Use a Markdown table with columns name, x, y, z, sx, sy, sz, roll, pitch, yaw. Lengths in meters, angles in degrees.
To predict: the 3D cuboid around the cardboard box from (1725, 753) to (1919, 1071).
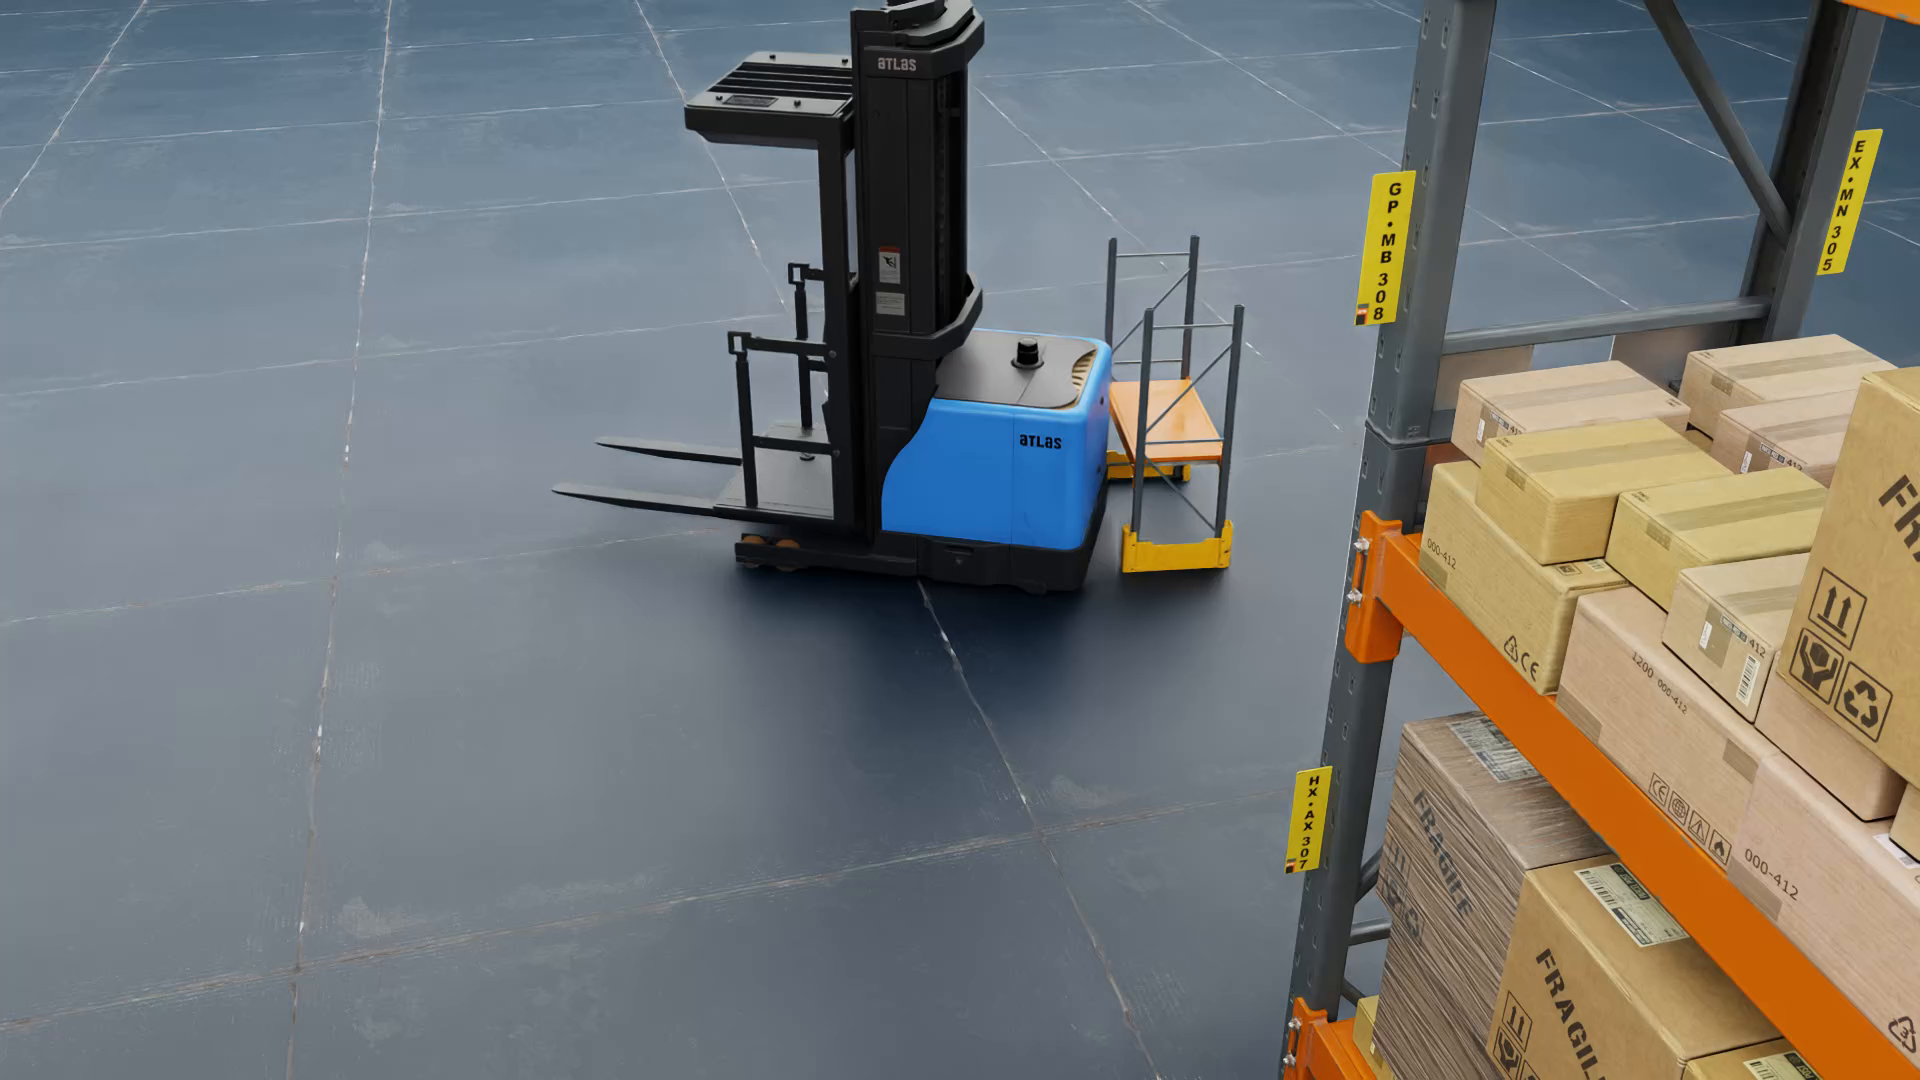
| name | x | y | z | sx | sy | sz | roll | pitch | yaw |
| --- | --- | --- | --- | --- | --- | --- | --- | --- | --- |
| cardboard box | 1.549 | 0.529 | 2.497 | 0.500 | 0.250 | 0.500 | -8 | 31 | -13 |

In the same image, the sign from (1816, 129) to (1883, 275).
| name | x | y | z | sx | sy | sz | roll | pitch | yaw |
| --- | --- | --- | --- | --- | --- | --- | --- | --- | --- |
| sign | 1.940 | -0.738 | 3.653 | 0.100 | 0.325 | 0.005 | -8 | 31 | -13 |

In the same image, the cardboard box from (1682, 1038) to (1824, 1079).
| name | x | y | z | sx | sy | sz | roll | pitch | yaw |
| --- | --- | --- | --- | --- | --- | --- | --- | --- | --- |
| cardboard box | 1.543 | 1.188 | 2.808 | 0.500 | 0.500 | 0.500 | -8 | 31 | -13 |

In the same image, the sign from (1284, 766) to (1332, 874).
| name | x | y | z | sx | sy | sz | roll | pitch | yaw |
| --- | --- | --- | --- | --- | --- | --- | --- | --- | --- |
| sign | 0.877 | 0.705 | 4.174 | 0.100 | 0.325 | 0.005 | -8 | 31 | -13 |

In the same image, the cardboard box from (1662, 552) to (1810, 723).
| name | x | y | z | sx | sy | sz | roll | pitch | yaw |
| --- | --- | --- | --- | --- | --- | --- | --- | --- | --- |
| cardboard box | 1.415 | 0.150 | 2.754 | 0.380 | 0.149 | 0.250 | -7 | 31 | -11 |

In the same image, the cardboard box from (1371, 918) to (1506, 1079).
| name | x | y | z | sx | sy | sz | roll | pitch | yaw |
| --- | --- | --- | --- | --- | --- | --- | --- | --- | --- |
| cardboard box | 1.519 | 1.104 | 3.951 | 0.875 | 0.500 | 0.500 | -8 | 31 | -13 |

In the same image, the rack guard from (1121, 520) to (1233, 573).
| name | x | y | z | sx | sy | sz | roll | pitch | yaw |
| --- | --- | --- | --- | --- | --- | --- | --- | --- | --- |
| rack guard | 1.164 | 0.034 | 8.942 | 0.587 | 0.250 | 0.087 | -3 | 30 | -5 |

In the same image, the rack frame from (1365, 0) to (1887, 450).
| name | x | y | z | sx | sy | sz | roll | pitch | yaw |
| --- | --- | --- | --- | --- | --- | --- | --- | --- | --- |
| rack frame | 1.400 | -1.589 | 3.013 | 1.000 | 3.000 | 0.127 | -8 | 31 | -13 |

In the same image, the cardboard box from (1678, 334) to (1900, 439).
| name | x | y | z | sx | sy | sz | roll | pitch | yaw |
| --- | --- | --- | --- | --- | --- | --- | --- | --- | --- |
| cardboard box | 1.774 | -0.306 | 3.542 | 0.380 | 0.149 | 0.250 | -8 | 31 | -13 |

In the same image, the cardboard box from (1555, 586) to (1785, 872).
| name | x | y | z | sx | sy | sz | roll | pitch | yaw |
| --- | --- | --- | --- | --- | --- | --- | --- | --- | --- |
| cardboard box | 1.421 | 0.289 | 2.911 | 0.500 | 0.250 | 0.500 | -9 | 31 | -14 |

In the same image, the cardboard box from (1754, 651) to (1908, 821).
| name | x | y | z | sx | sy | sz | roll | pitch | yaw |
| --- | --- | --- | --- | --- | --- | --- | --- | --- | --- |
| cardboard box | 1.475 | 0.268 | 2.551 | 0.380 | 0.149 | 0.250 | -8 | 31 | -13 |

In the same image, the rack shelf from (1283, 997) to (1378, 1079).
| name | x | y | z | sx | sy | sz | roll | pitch | yaw |
| --- | --- | --- | --- | --- | --- | --- | --- | --- | --- |
| rack shelf | 1.930 | 2.285 | 3.027 | 1.077 | 0.370 | 4.000 | -8 | 31 | -13 |

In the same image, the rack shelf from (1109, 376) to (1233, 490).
| name | x | y | z | sx | sy | sz | roll | pitch | yaw |
| --- | --- | --- | --- | --- | --- | --- | --- | --- | --- |
| rack shelf | 1.115 | -0.604 | 9.156 | 0.538 | 0.185 | 1.000 | -3 | 30 | -5 |

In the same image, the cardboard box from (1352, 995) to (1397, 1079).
| name | x | y | z | sx | sy | sz | roll | pitch | yaw |
| --- | --- | --- | --- | --- | --- | --- | --- | --- | --- |
| cardboard box | 1.245 | 1.285 | 4.286 | 0.380 | 0.149 | 0.250 | -8 | 31 | -13 |

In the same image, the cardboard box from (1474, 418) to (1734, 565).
| name | x | y | z | sx | sy | sz | roll | pitch | yaw |
| --- | --- | --- | --- | --- | --- | --- | --- | --- | --- |
| cardboard box | 1.225 | -0.097 | 3.180 | 0.380 | 0.149 | 0.250 | -7 | 31 | -12 |

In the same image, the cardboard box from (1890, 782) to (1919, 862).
| name | x | y | z | sx | sy | sz | roll | pitch | yaw |
| --- | --- | --- | --- | --- | --- | --- | --- | --- | --- |
| cardboard box | 1.562 | 0.398 | 2.326 | 0.380 | 0.149 | 0.250 | -9 | 31 | -16 |

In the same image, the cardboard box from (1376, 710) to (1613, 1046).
| name | x | y | z | sx | sy | sz | roll | pitch | yaw |
| --- | --- | --- | --- | --- | --- | --- | --- | --- | --- |
| cardboard box | 1.283 | 0.704 | 3.644 | 0.500 | 0.500 | 0.500 | -8 | 31 | -13 |

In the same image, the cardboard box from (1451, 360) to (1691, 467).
| name | x | y | z | sx | sy | sz | roll | pitch | yaw |
| --- | --- | --- | --- | --- | --- | --- | --- | --- | --- |
| cardboard box | 1.250 | -0.235 | 3.419 | 0.380 | 0.149 | 0.250 | -8 | 31 | -14 |

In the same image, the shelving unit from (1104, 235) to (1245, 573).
| name | x | y | z | sx | sy | sz | roll | pitch | yaw |
| --- | --- | --- | --- | --- | --- | --- | --- | --- | --- |
| shelving unit | 1.116 | -0.756 | 9.058 | 0.587 | 1.500 | 1.083 | -3 | 30 | -5 |

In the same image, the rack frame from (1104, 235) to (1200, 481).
| name | x | y | z | sx | sy | sz | roll | pitch | yaw |
| --- | --- | --- | --- | --- | --- | --- | --- | --- | --- |
| rack frame | 1.066 | -1.014 | 9.504 | 0.500 | 1.500 | 0.032 | -3 | 30 | -5 |

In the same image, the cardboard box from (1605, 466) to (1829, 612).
| name | x | y | z | sx | sy | sz | roll | pitch | yaw |
| --- | --- | --- | --- | --- | --- | --- | --- | --- | --- |
| cardboard box | 1.411 | 0.009 | 2.998 | 0.380 | 0.149 | 0.250 | -8 | 31 | -14 |

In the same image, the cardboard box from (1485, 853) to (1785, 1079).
| name | x | y | z | sx | sy | sz | roll | pitch | yaw |
| --- | --- | --- | --- | --- | --- | --- | --- | --- | --- |
| cardboard box | 1.409 | 0.947 | 3.225 | 0.500 | 0.500 | 0.500 | -8 | 31 | -13 |

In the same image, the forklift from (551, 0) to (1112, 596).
| name | x | y | z | sx | sy | sz | roll | pitch | yaw |
| --- | --- | --- | --- | --- | --- | --- | --- | --- | --- |
| forklift | -0.739 | -1.352 | 8.660 | 3.031 | 2.935 | 1.130 | 6 | 31 | 11 |

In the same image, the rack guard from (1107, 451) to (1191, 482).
| name | x | y | z | sx | sy | sz | roll | pitch | yaw |
| --- | --- | --- | --- | --- | --- | --- | --- | --- | --- |
| rack guard | 1.068 | -0.463 | 9.800 | 0.587 | 0.250 | 0.087 | -3 | 30 | -5 |

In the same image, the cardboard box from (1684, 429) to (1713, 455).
| name | x | y | z | sx | sy | sz | roll | pitch | yaw |
| --- | --- | --- | --- | --- | --- | --- | --- | --- | --- |
| cardboard box | 1.773 | -0.027 | 3.458 | 0.500 | 0.250 | 0.500 | -7 | 31 | -12 |

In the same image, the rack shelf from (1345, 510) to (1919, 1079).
| name | x | y | z | sx | sy | sz | roll | pitch | yaw |
| --- | --- | --- | --- | --- | --- | --- | --- | --- | --- |
| rack shelf | 1.930 | 0.986 | 2.275 | 1.077 | 0.370 | 4.000 | -8 | 31 | -13 |

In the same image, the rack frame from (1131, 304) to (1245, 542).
| name | x | y | z | sx | sy | sz | roll | pitch | yaw |
| --- | --- | --- | --- | --- | --- | --- | --- | --- | --- |
| rack frame | 1.164 | -0.507 | 8.628 | 0.500 | 1.500 | 0.032 | -3 | 30 | -5 |

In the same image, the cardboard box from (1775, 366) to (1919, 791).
| name | x | y | z | sx | sy | sz | roll | pitch | yaw |
| --- | --- | --- | --- | --- | --- | --- | --- | --- | --- |
| cardboard box | 1.533 | 0.074 | 2.239 | 0.500 | 0.500 | 0.500 | -8 | 31 | -13 |

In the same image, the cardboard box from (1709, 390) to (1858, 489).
| name | x | y | z | sx | sy | sz | roll | pitch | yaw |
| --- | --- | --- | --- | --- | --- | --- | --- | --- | --- |
| cardboard box | 1.730 | -0.165 | 3.298 | 0.380 | 0.149 | 0.250 | -9 | 31 | -15 |

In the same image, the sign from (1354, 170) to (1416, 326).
| name | x | y | z | sx | sy | sz | roll | pitch | yaw |
| --- | --- | --- | --- | --- | --- | --- | --- | --- | --- |
| sign | 0.877 | -0.597 | 3.420 | 0.100 | 0.325 | 0.005 | -8 | 31 | -13 |

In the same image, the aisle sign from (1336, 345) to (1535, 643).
| name | x | y | z | sx | sy | sz | roll | pitch | yaw |
| --- | --- | --- | --- | --- | --- | --- | --- | --- | --- |
| aisle sign | 1.094 | -0.108 | 3.847 | 0.394 | 0.787 | 0.004 | -8 | 31 | -13 |

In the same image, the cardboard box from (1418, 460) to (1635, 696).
| name | x | y | z | sx | sy | sz | roll | pitch | yaw |
| --- | --- | --- | --- | --- | --- | --- | --- | --- | --- |
| cardboard box | 1.278 | 0.041 | 3.340 | 0.500 | 0.250 | 0.500 | -7 | 31 | -12 |

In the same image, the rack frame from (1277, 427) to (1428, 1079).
| name | x | y | z | sx | sy | sz | roll | pitch | yaw |
| --- | --- | --- | --- | --- | --- | --- | --- | --- | --- |
| rack frame | 1.400 | 1.007 | 4.516 | 1.000 | 3.000 | 0.127 | -8 | 31 | -13 |

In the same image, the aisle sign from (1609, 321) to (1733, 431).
| name | x | y | z | sx | sy | sz | roll | pitch | yaw |
| --- | --- | --- | --- | --- | --- | --- | --- | --- | --- |
| aisle sign | 1.672 | -0.188 | 3.985 | 0.394 | 0.787 | 0.004 | -8 | 31 | -13 |
